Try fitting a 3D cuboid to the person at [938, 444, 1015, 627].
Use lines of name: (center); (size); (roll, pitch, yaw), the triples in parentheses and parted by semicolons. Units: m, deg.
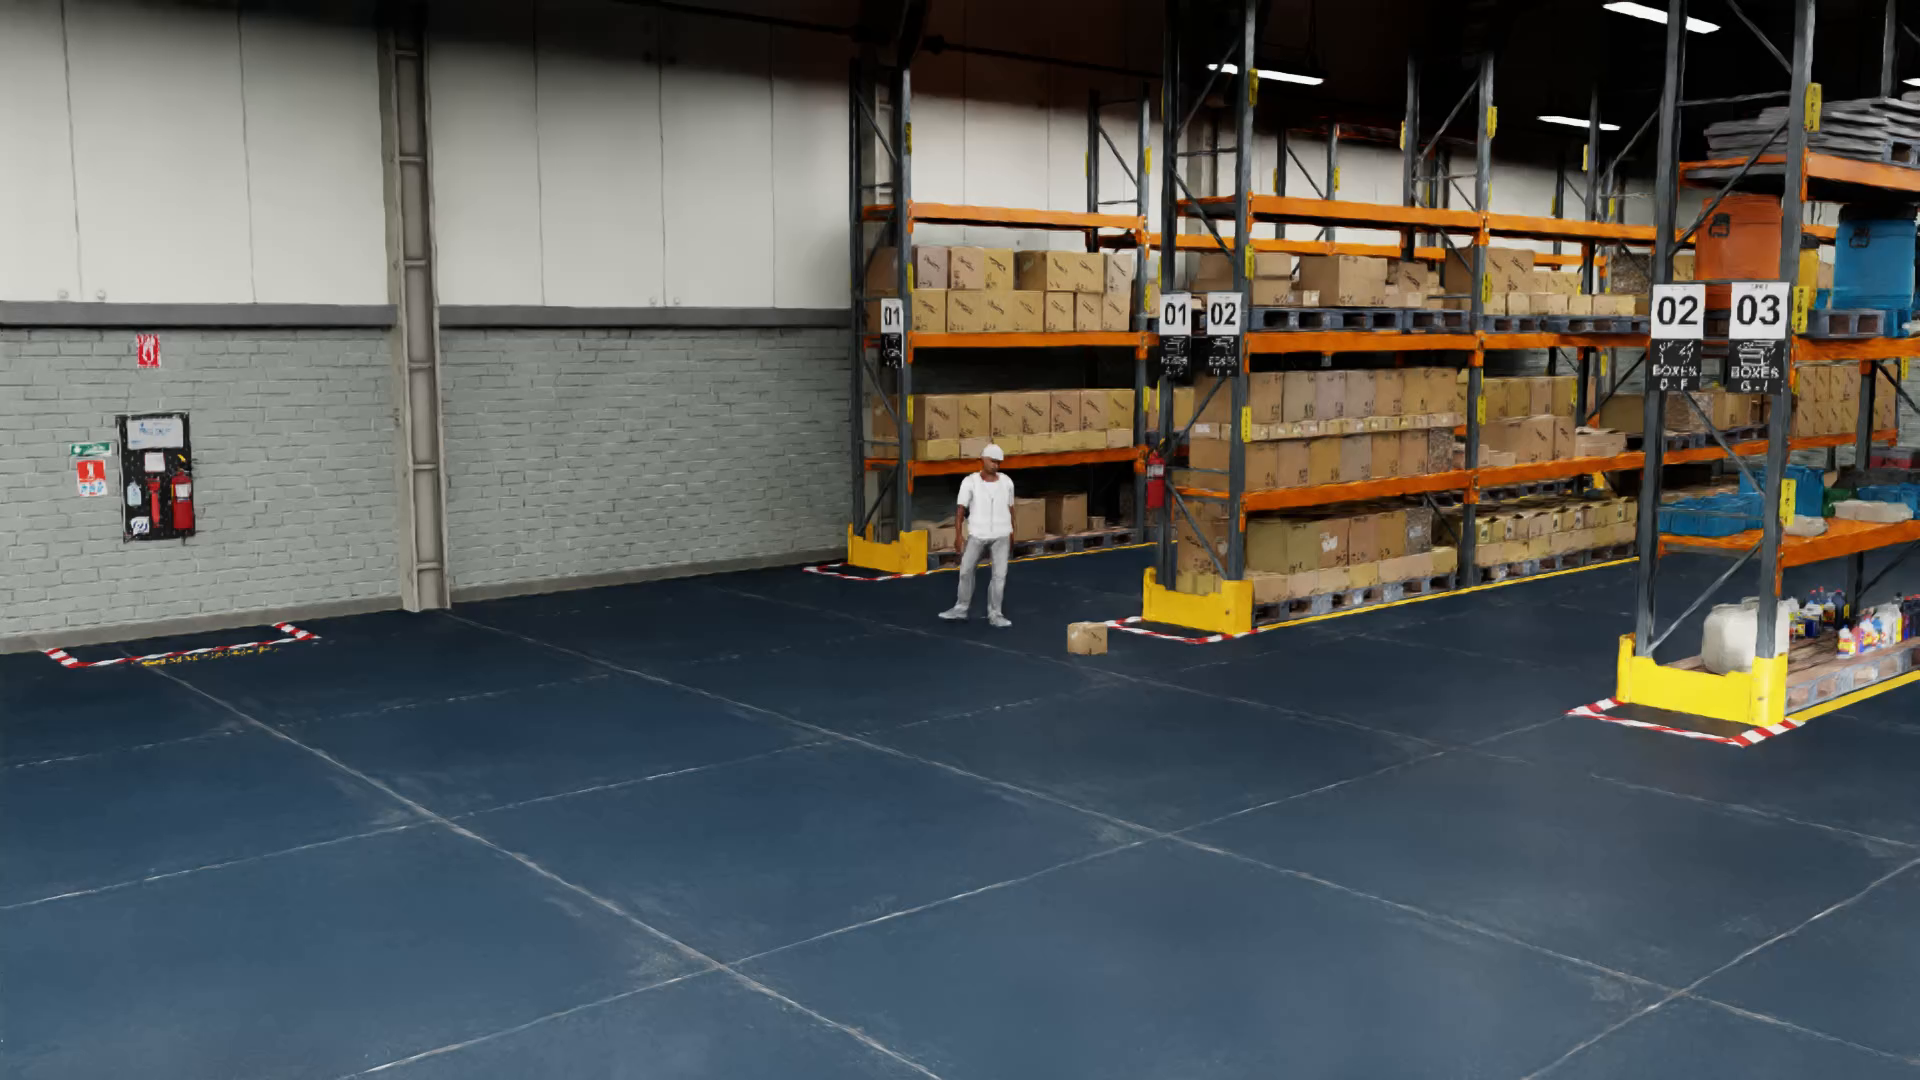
person: (0.164, -0.050, 16.088); (0.737, 1.767, 0.488); (-1, 7, -4)
